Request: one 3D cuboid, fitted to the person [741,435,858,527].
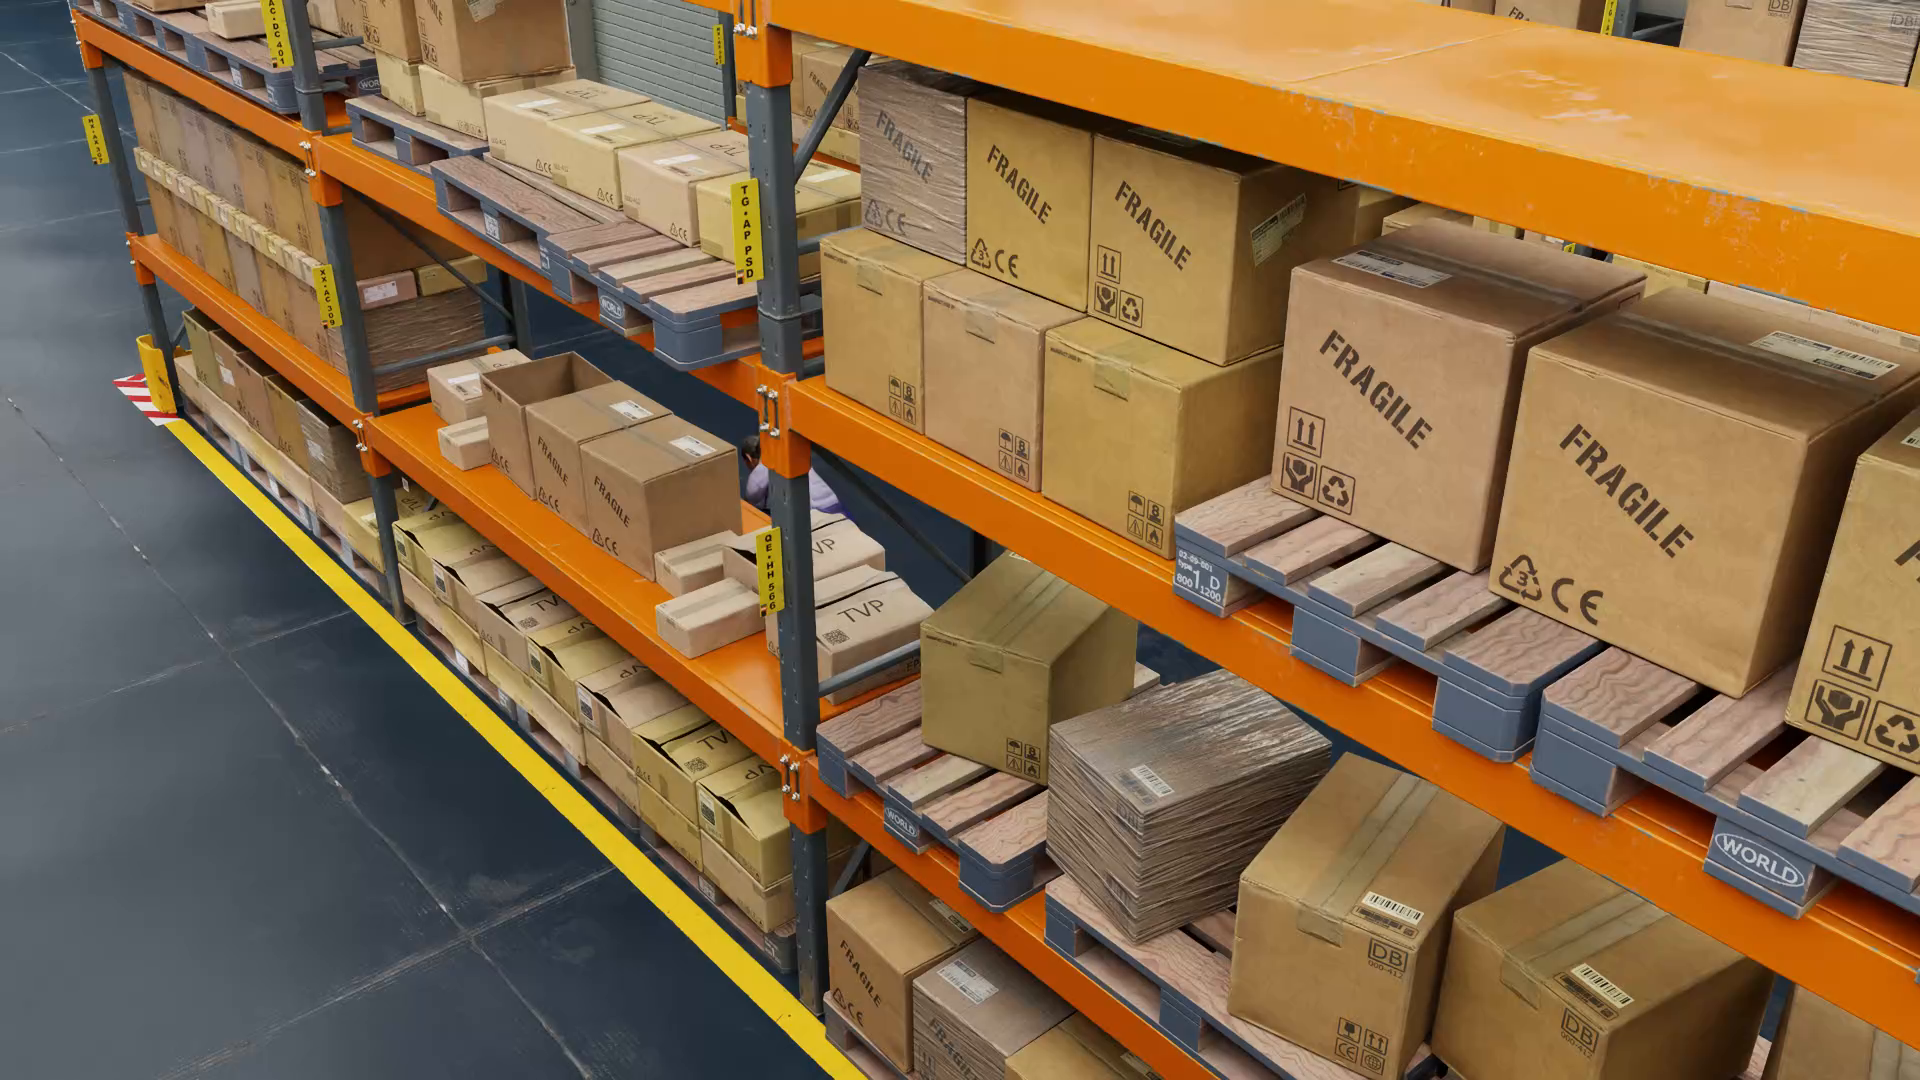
[{"bbox_3d":[-0.972,-0.153,9.803,0.518,0.822,0.818,-22,35,-35],"label":"person"}]
